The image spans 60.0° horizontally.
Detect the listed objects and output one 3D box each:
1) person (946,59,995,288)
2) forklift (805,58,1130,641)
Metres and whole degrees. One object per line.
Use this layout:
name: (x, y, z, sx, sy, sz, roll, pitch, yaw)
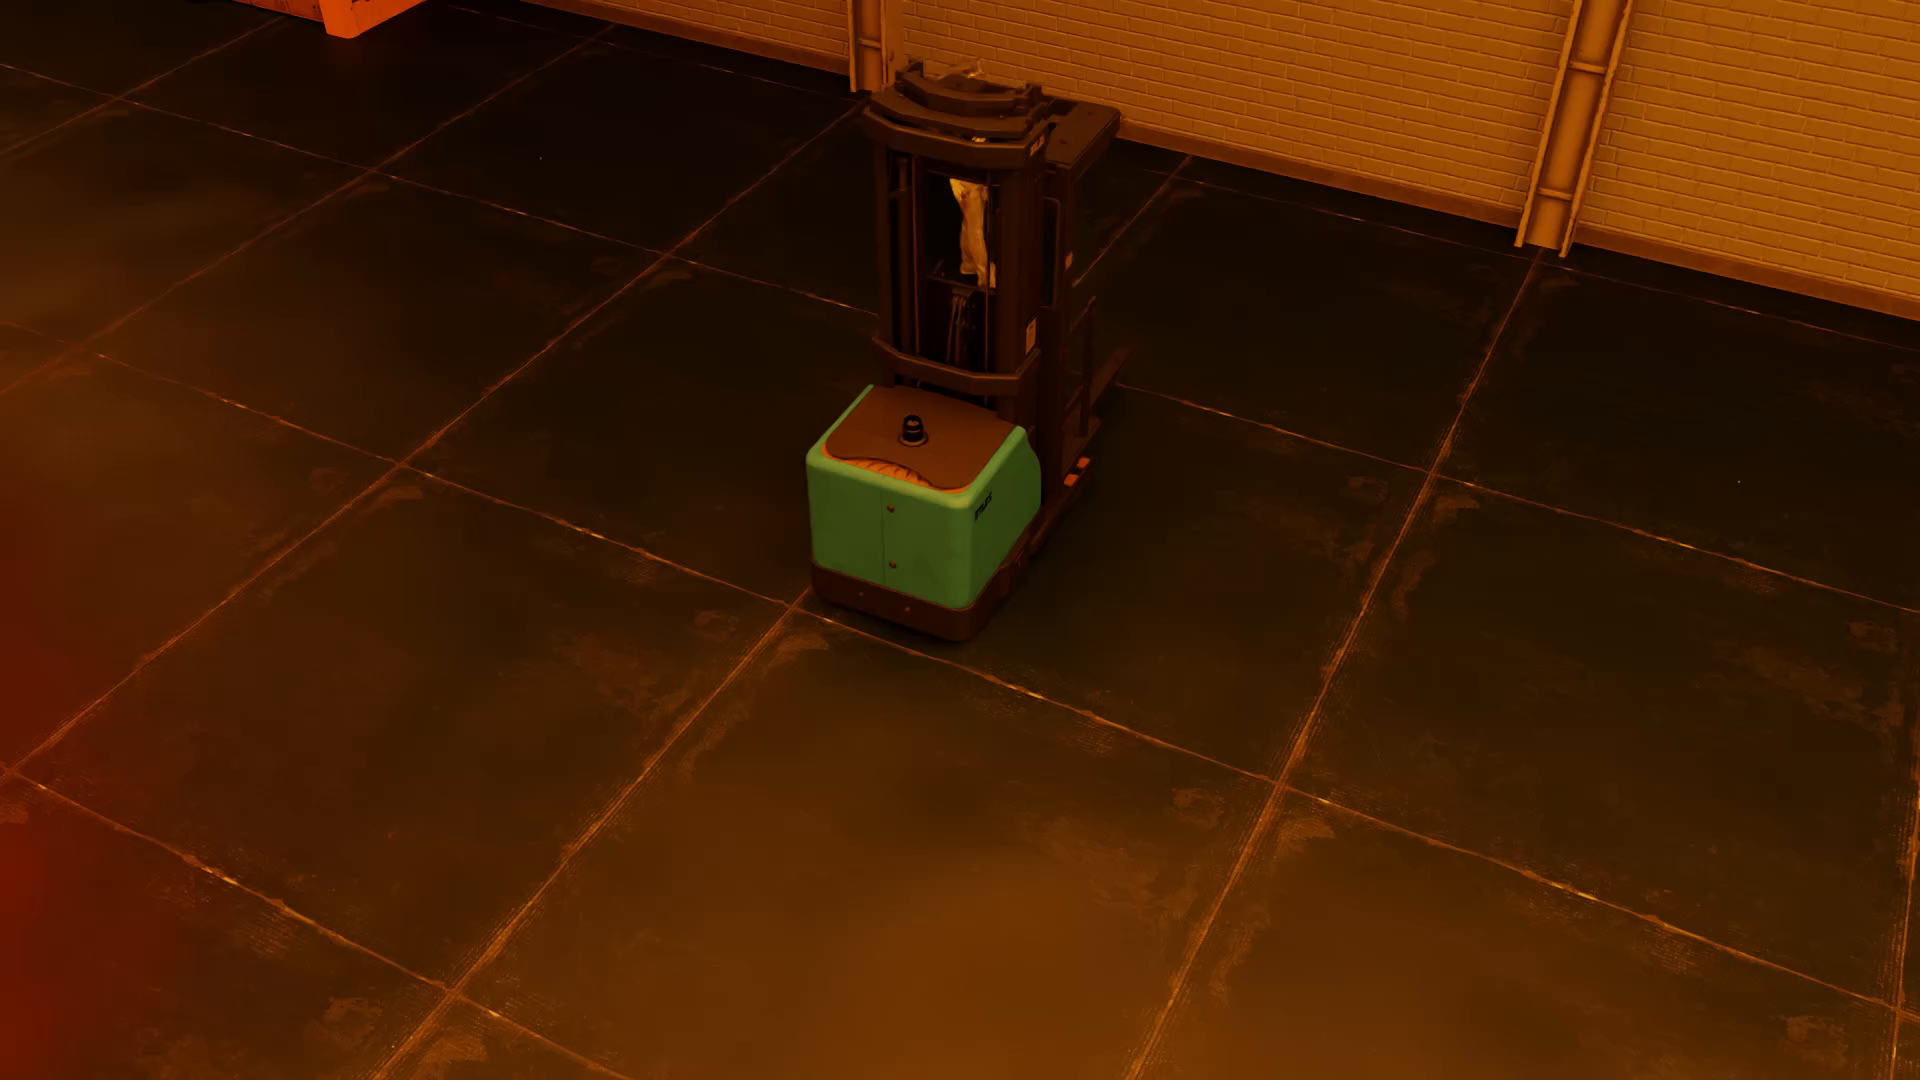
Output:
person: (0.169, -2.644, 12.079, 0.611, 1.694, 0.577, 22, 45, 24)
forklift: (0.219, -1.491, 9.756, 1.130, 2.935, 3.031, 17, 43, 19)
